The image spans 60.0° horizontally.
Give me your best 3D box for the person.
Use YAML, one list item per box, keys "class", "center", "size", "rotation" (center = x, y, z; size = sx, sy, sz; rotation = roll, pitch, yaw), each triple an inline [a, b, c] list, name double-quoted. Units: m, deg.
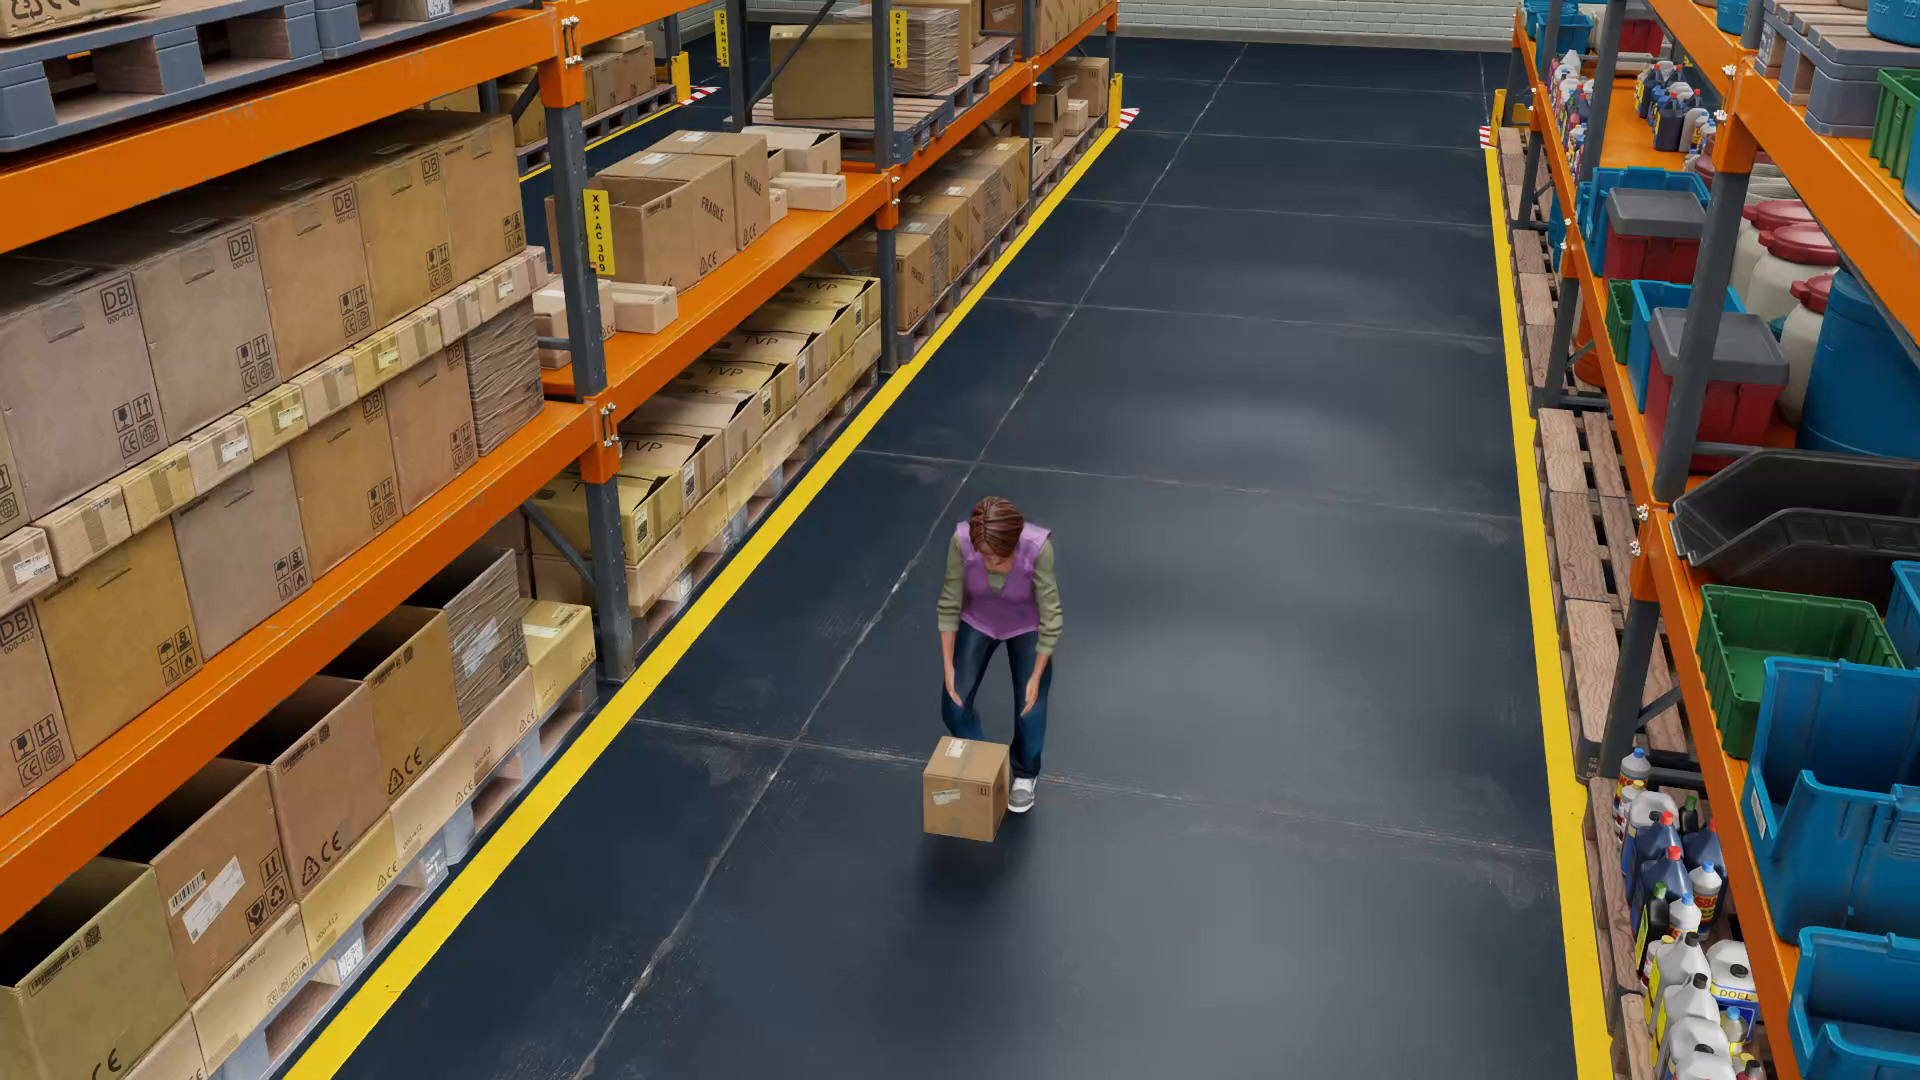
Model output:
- class: "person"
  center: [0.164, 0.389, 6.106]
  size: [0.461, 1.351, 0.621]
  rotation: [7, 26, 13]
